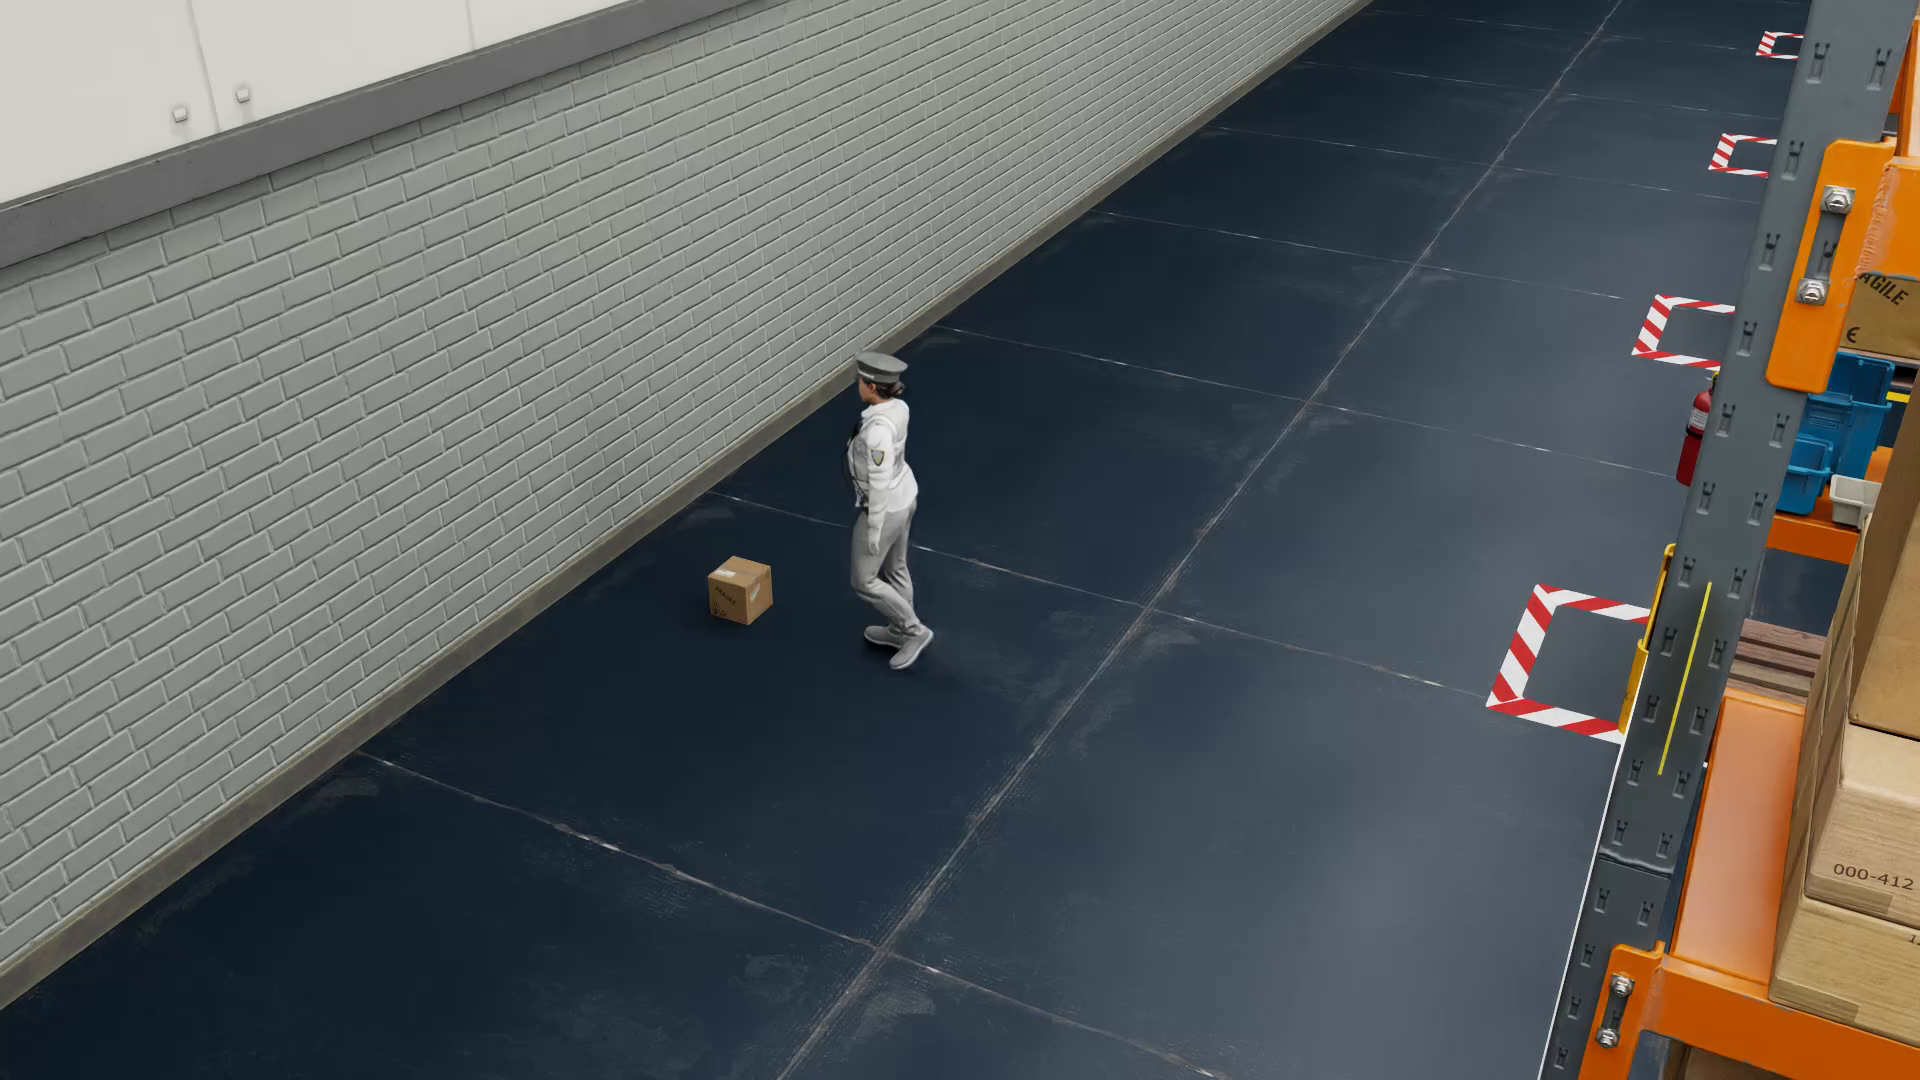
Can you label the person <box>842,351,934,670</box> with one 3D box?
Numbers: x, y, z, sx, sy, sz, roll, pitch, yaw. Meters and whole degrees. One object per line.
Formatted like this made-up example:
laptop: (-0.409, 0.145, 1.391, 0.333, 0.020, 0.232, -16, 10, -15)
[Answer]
person: (-0.344, -0.147, 8.487, 0.434, 1.659, 0.512, 8, 31, 14)
